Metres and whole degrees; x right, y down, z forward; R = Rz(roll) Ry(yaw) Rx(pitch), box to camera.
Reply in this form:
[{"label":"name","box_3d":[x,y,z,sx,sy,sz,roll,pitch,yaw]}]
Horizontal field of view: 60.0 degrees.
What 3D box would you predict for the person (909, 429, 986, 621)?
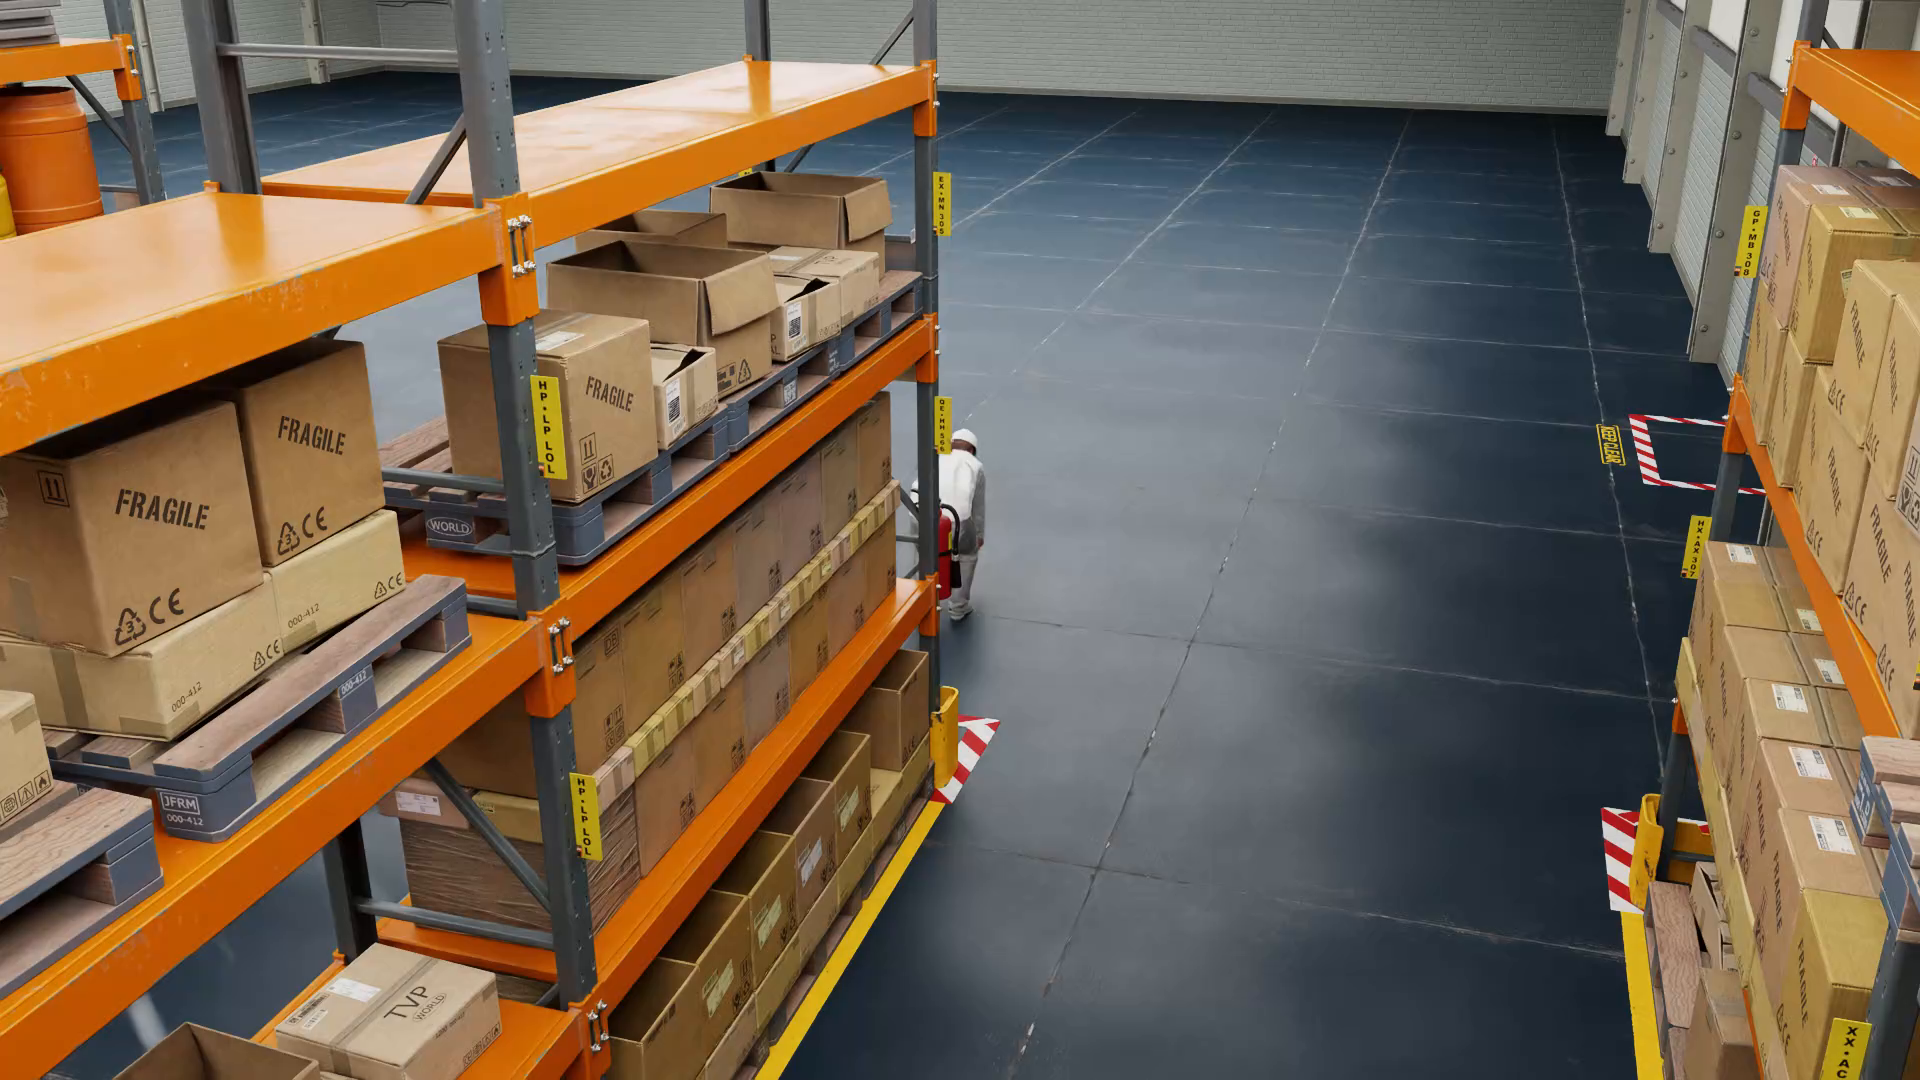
[{"label":"person","box_3d":[-0.071,-0.104,12.048,0.473,1.228,0.975,6,22,13]}]
